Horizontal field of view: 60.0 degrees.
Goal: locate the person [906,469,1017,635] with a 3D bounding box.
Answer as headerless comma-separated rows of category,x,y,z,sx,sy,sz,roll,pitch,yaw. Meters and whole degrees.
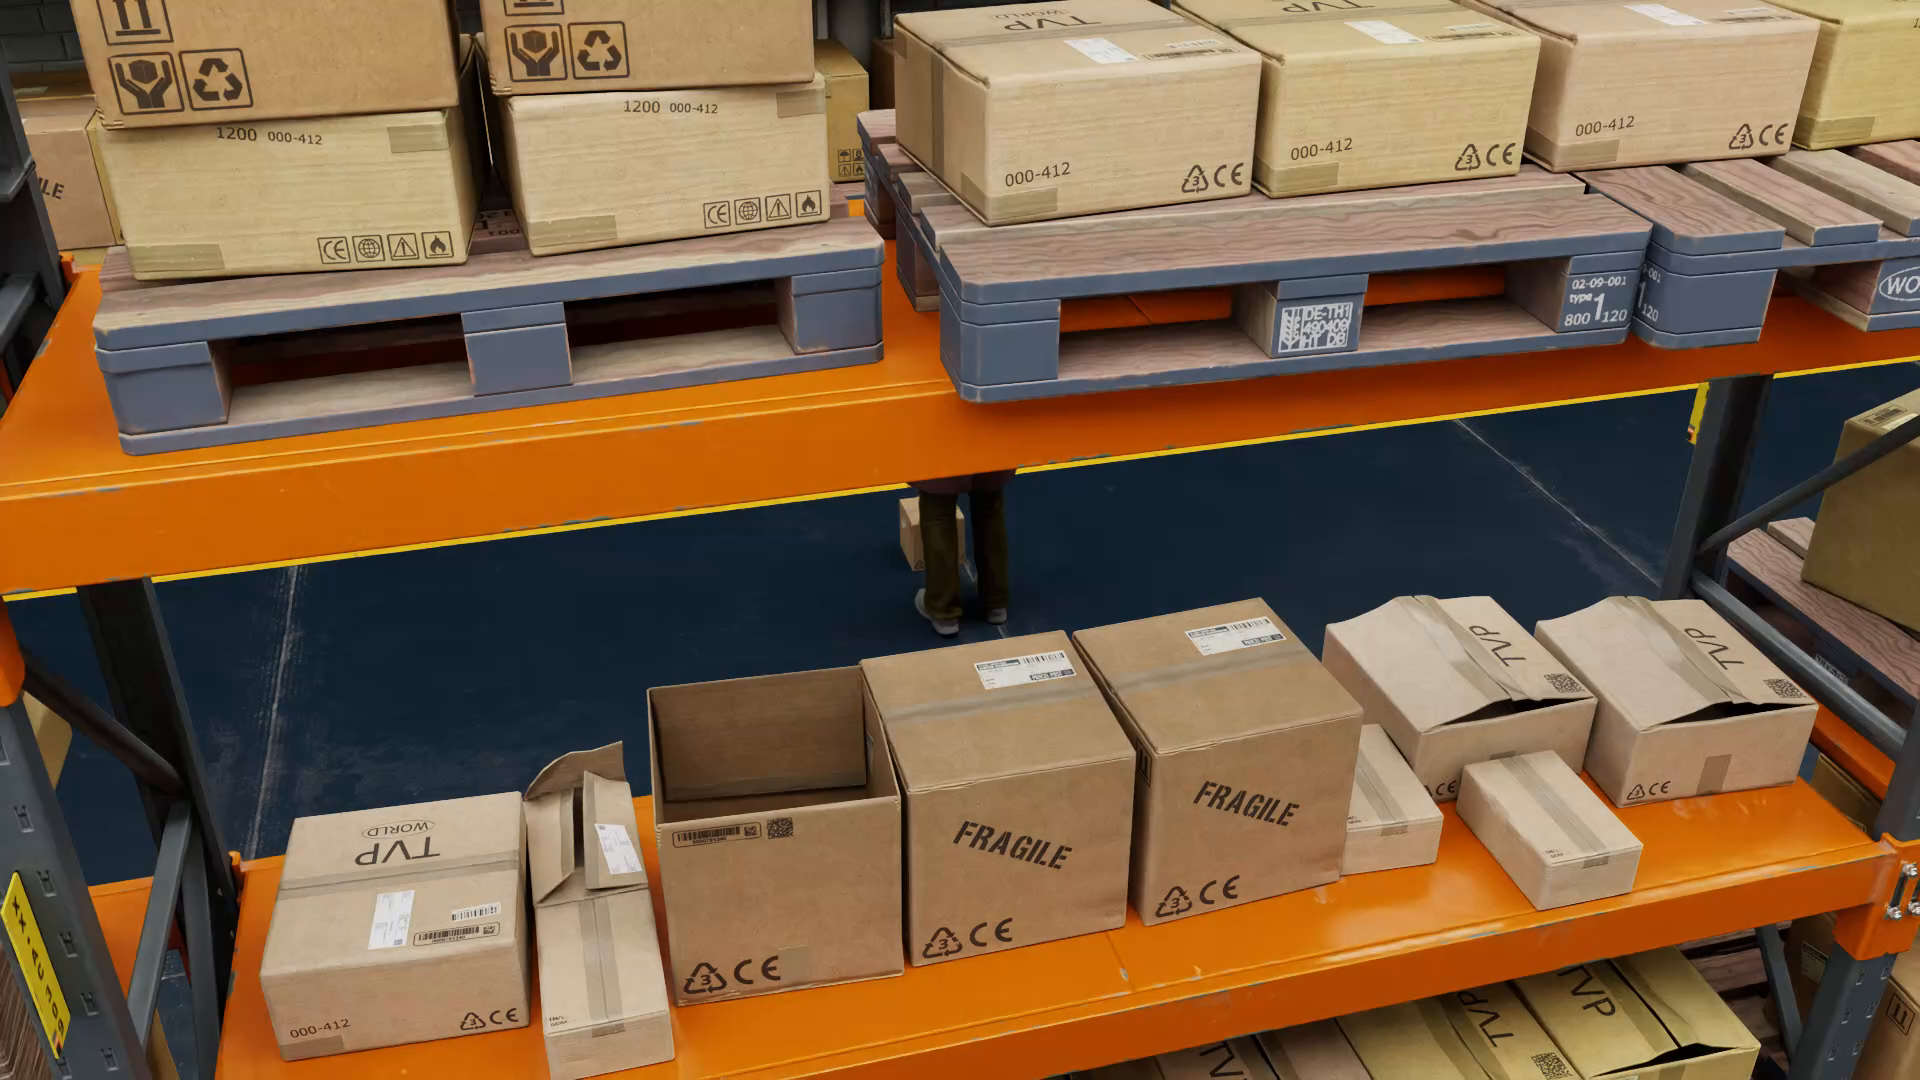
person,-0.007,-0.452,6.940,0.560,1.783,0.420,-7,31,-12
